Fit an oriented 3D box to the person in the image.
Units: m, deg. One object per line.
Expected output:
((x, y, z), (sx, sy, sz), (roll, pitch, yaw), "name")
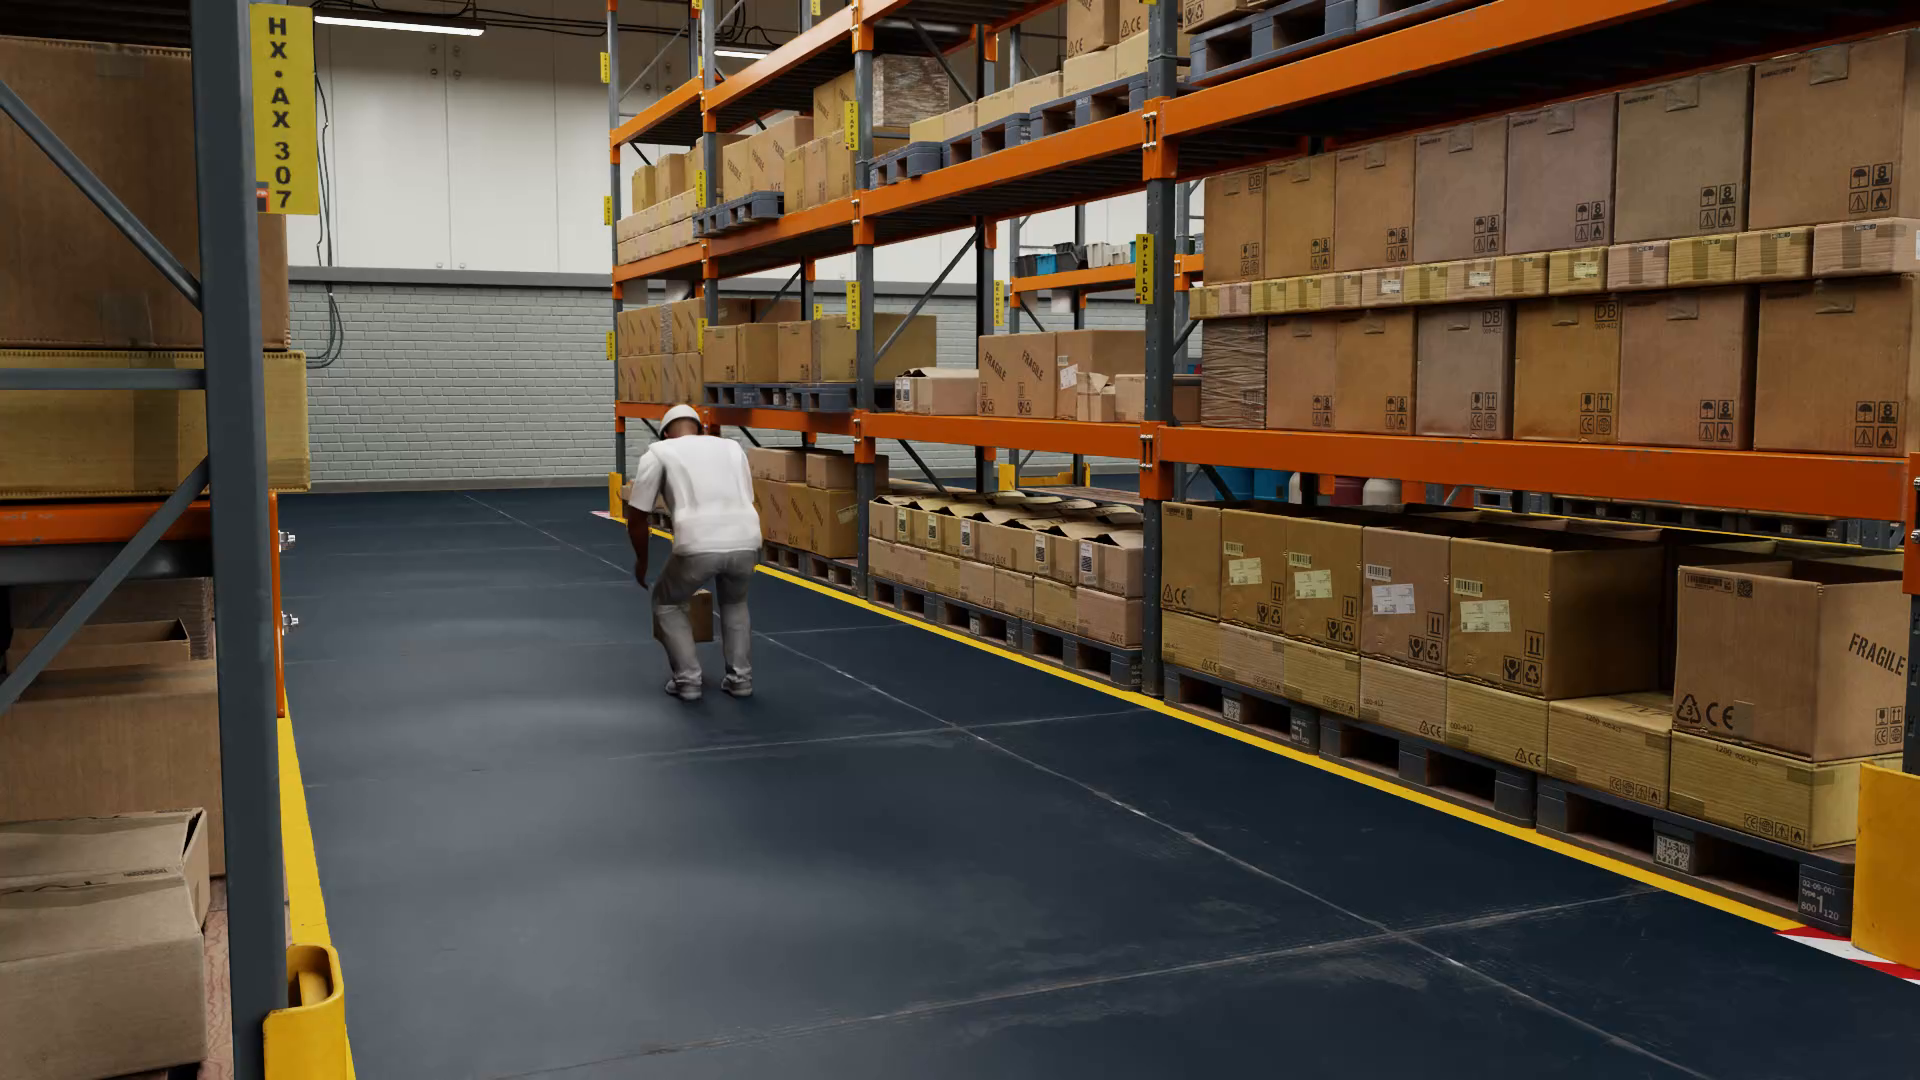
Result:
((-1.276, 0.048, 8.070), (0.632, 1.405, 0.762), (-2, 6, -24), "person")
